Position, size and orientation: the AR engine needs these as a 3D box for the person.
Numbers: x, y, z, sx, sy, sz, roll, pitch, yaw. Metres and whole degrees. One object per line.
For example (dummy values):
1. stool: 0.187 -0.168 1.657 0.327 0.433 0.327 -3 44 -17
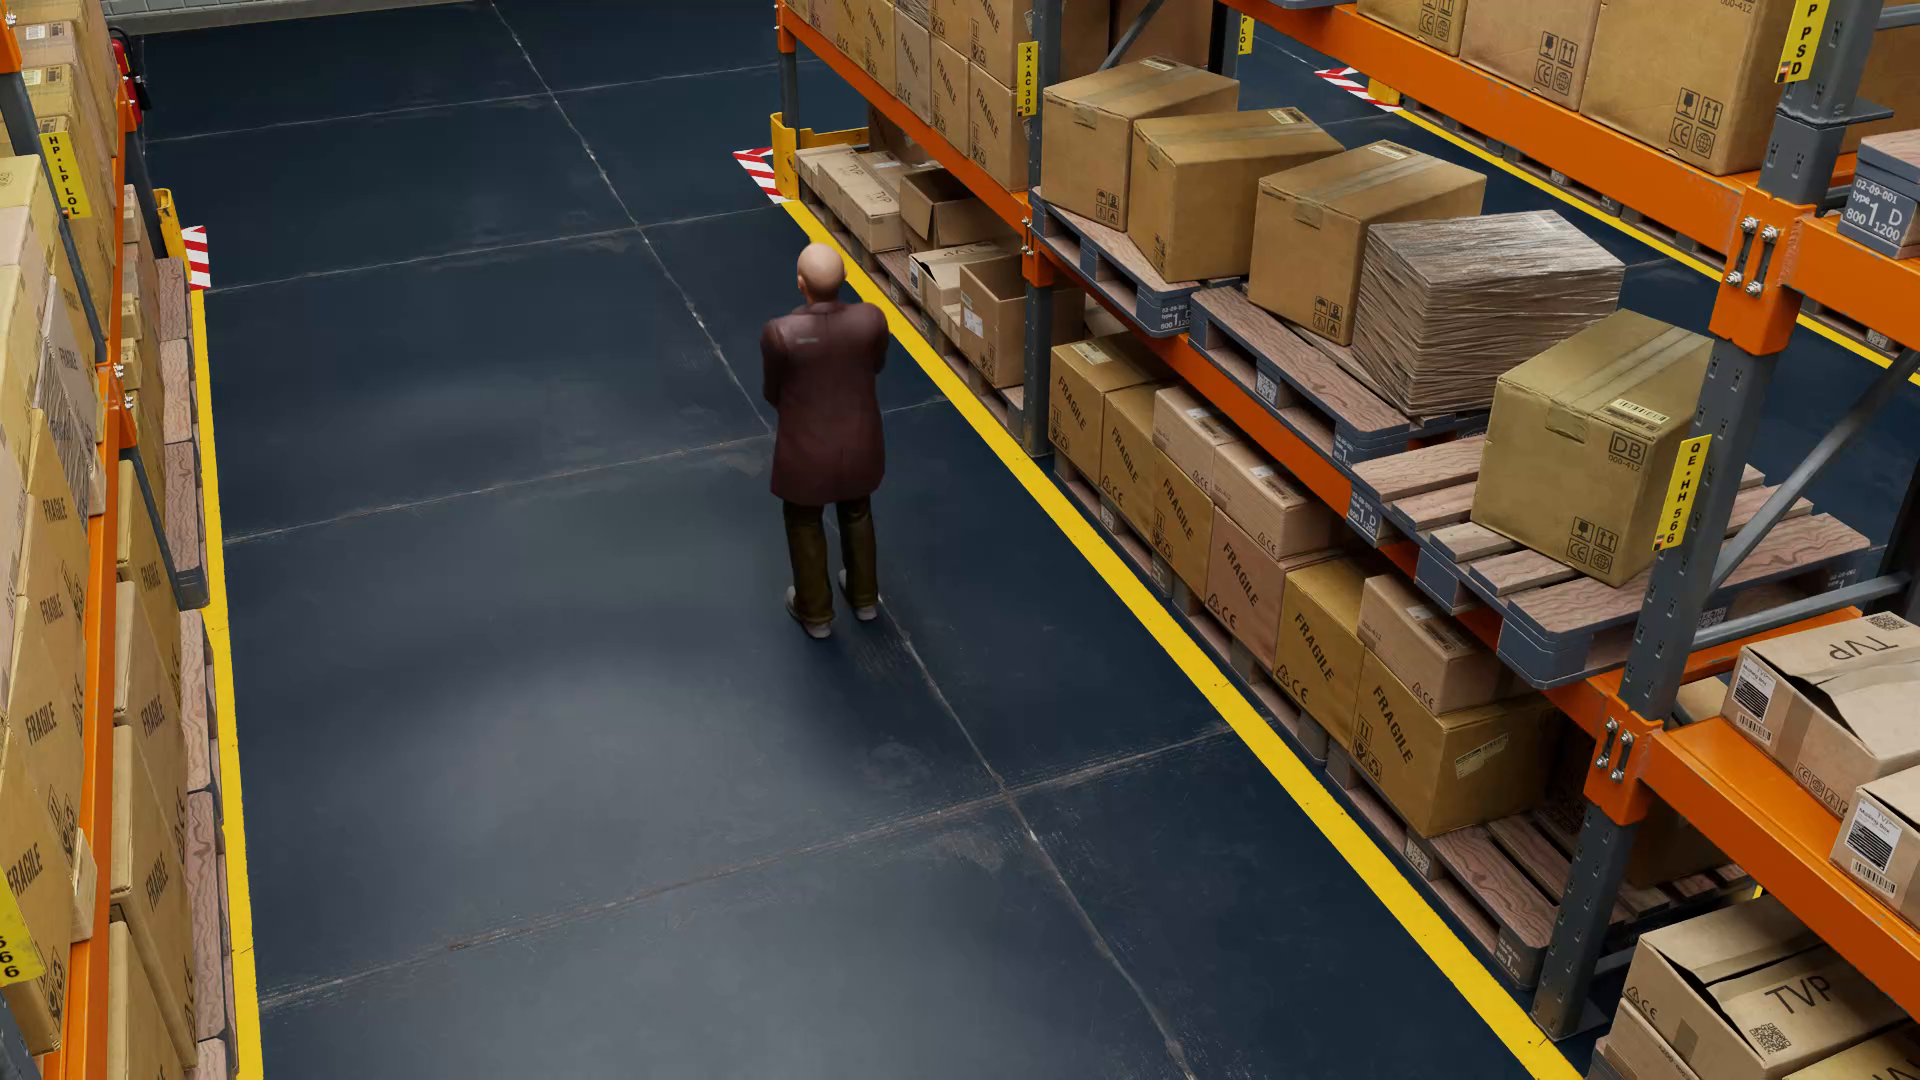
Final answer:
1. person: -0.576 -0.453 6.856 0.527 1.769 0.555 -13 35 -19
